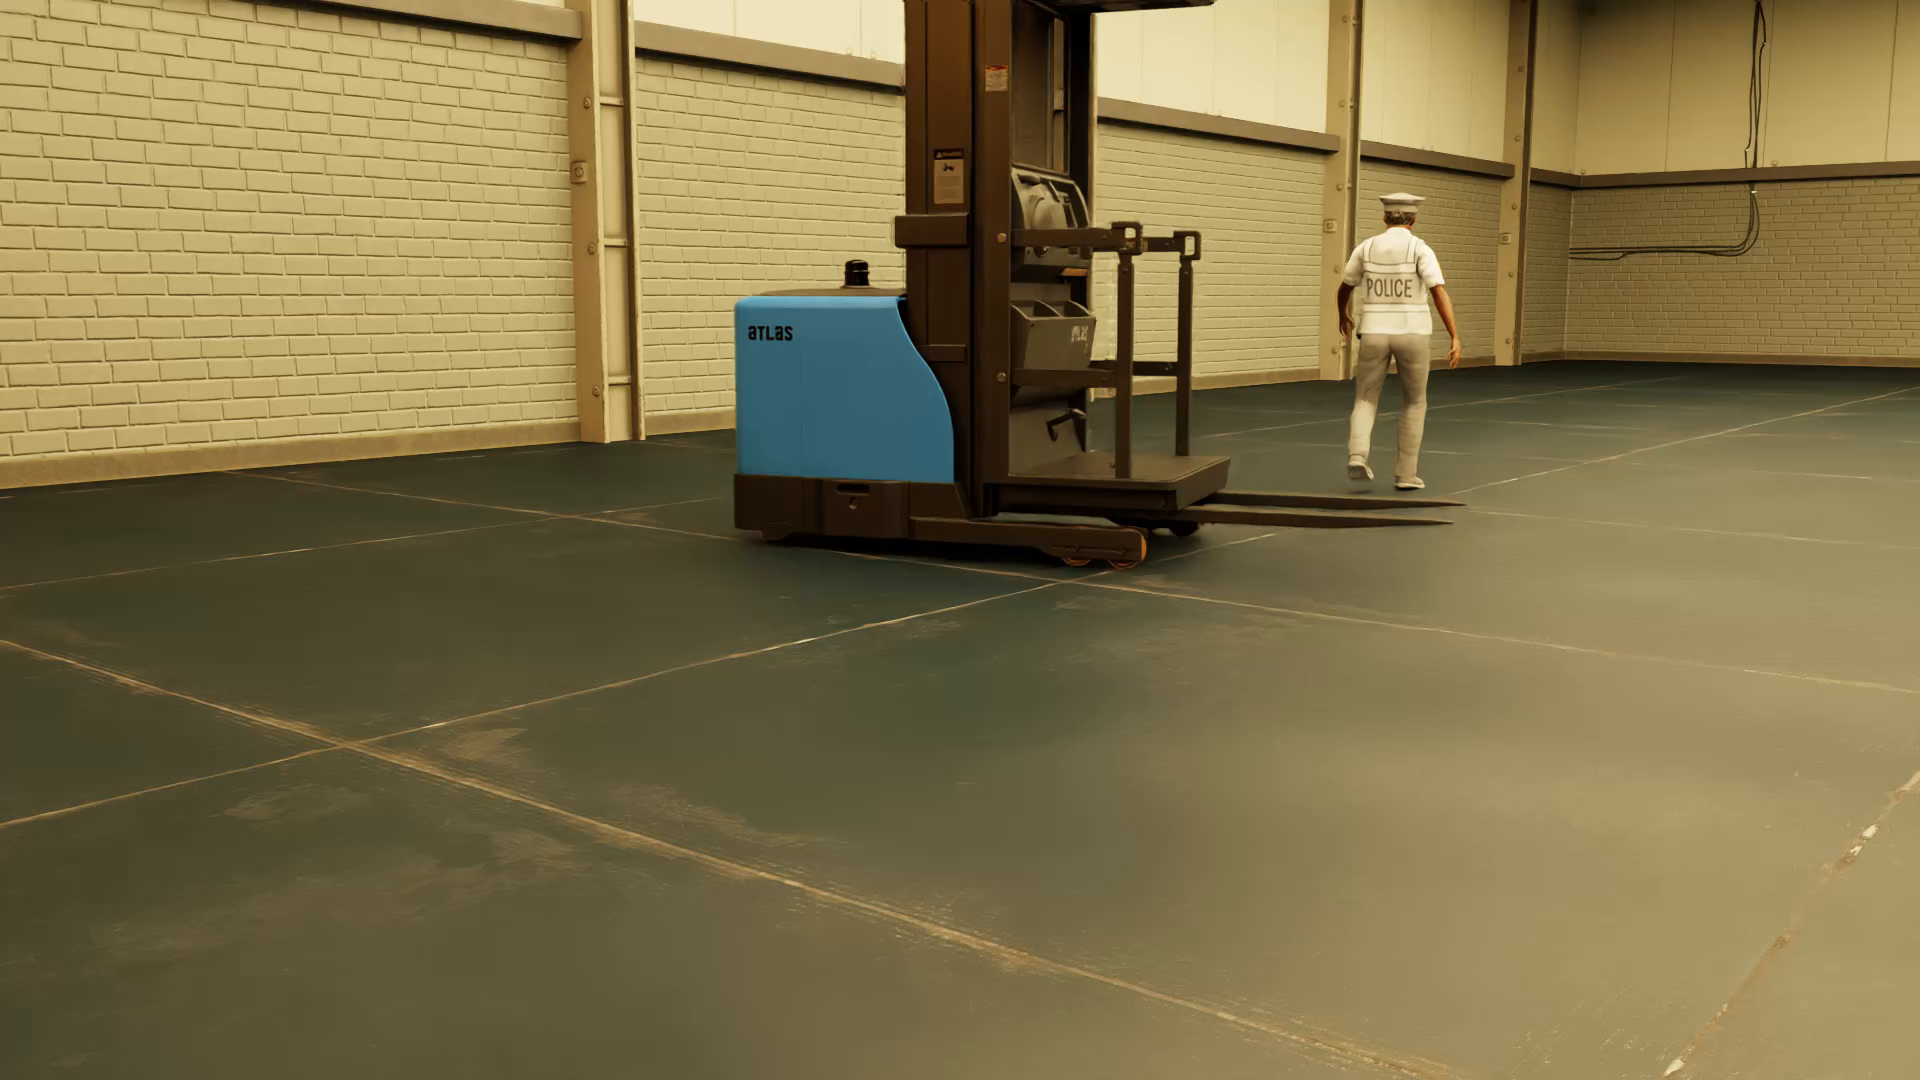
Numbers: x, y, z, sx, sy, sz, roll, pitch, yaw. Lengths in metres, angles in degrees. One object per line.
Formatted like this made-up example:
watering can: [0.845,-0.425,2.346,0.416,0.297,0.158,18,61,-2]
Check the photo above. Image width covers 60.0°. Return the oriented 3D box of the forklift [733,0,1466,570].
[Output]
forklift: [0.578,-1.420,6.984,3.031,2.935,1.130,3,9,21]

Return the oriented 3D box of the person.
person: [2.420,-1.093,9.235,0.779,1.645,0.647,4,9,27]
